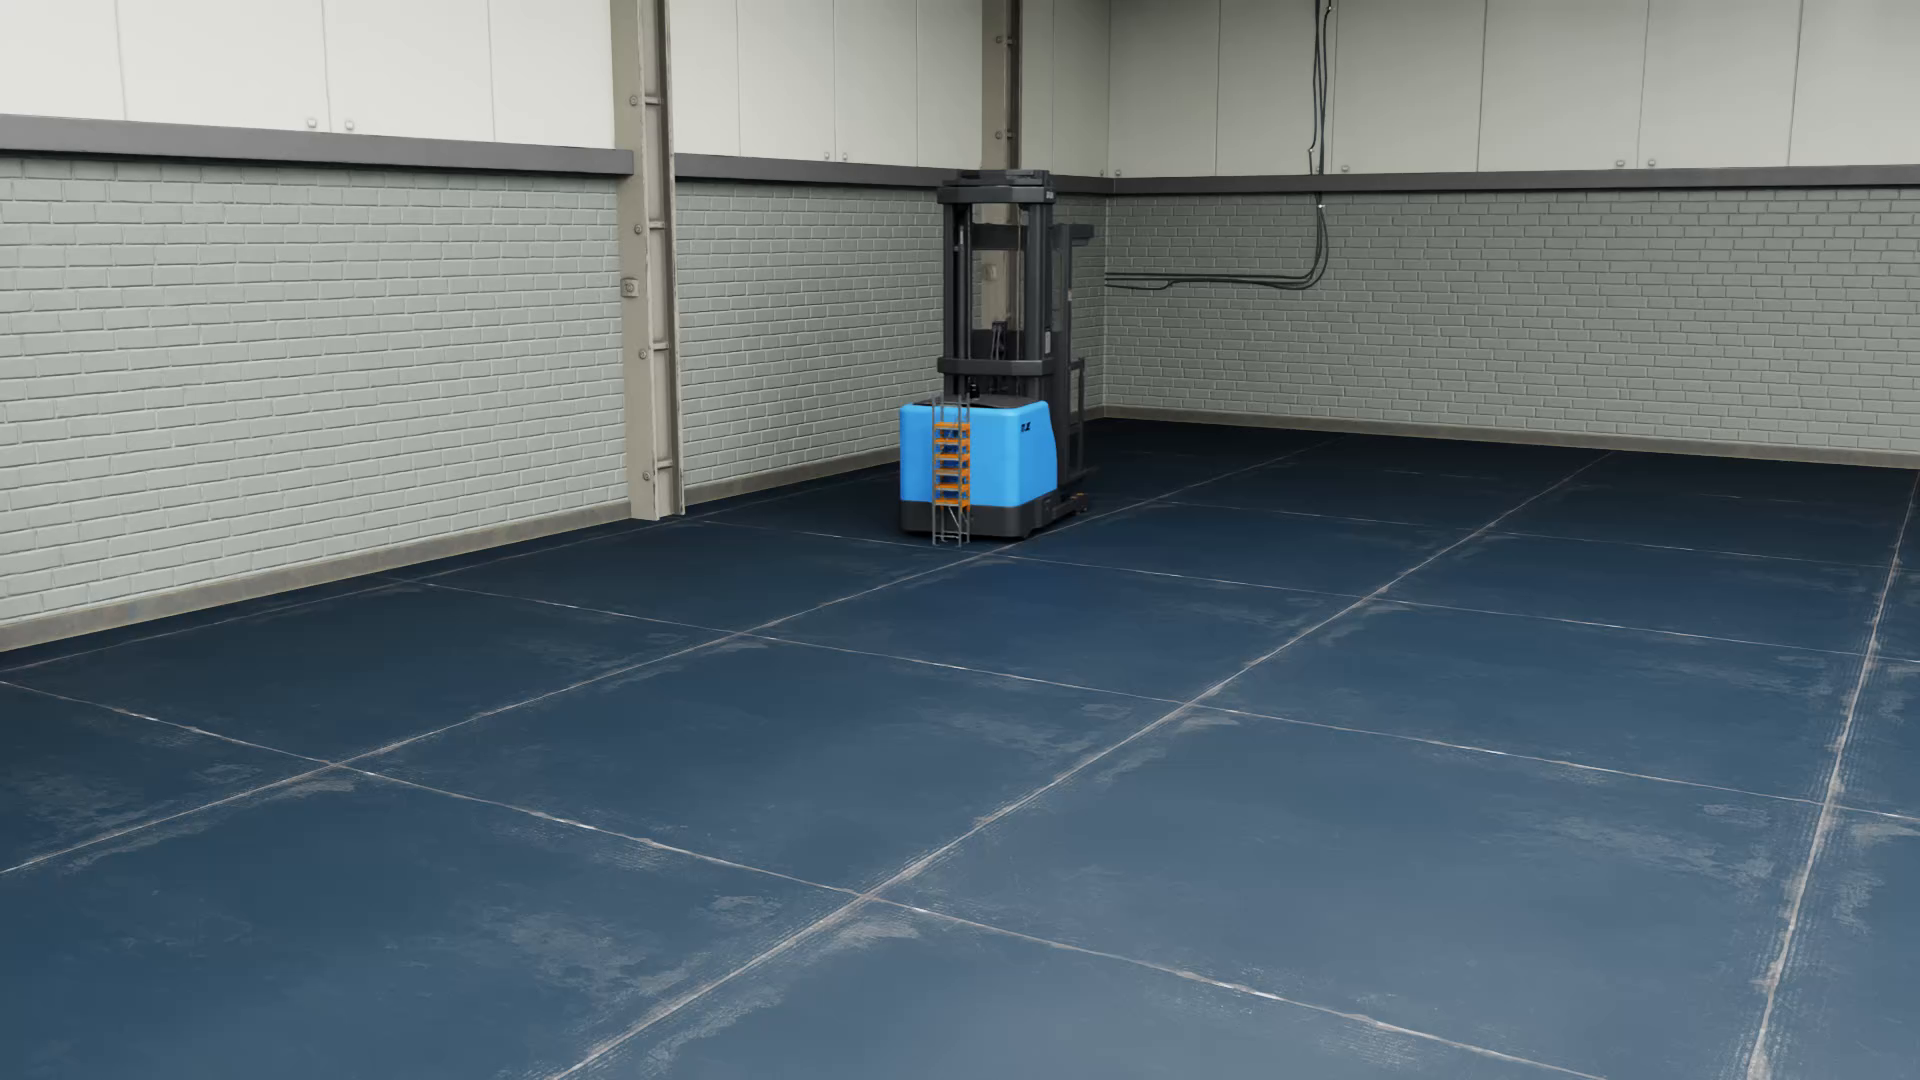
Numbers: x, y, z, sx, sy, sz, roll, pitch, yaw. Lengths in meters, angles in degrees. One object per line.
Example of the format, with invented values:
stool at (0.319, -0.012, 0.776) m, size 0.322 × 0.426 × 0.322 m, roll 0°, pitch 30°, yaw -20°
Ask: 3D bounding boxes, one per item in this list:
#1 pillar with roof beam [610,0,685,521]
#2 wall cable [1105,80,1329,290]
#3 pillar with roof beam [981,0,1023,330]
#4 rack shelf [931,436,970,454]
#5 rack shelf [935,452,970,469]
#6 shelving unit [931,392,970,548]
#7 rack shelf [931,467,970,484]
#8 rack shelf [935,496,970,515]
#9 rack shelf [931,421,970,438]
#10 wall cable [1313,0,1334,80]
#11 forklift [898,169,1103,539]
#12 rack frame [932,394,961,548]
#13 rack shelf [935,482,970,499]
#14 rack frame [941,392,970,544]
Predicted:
pillar with roof beam at (1.038, -4.224, 11.474) m, size 9.100 × 9.000 × 0.400 m, roll 6°, pitch 12°, yaw 31°
wall cable at (3.134, -4.389, 20.797) m, size 3.097 × 2.526 × 0.112 m, roll 6°, pitch 12°, yaw 31°
pillar with roof beam at (4.153, -5.167, 16.515) m, size 9.100 × 9.000 × 0.400 m, roll 6°, pitch 12°, yaw 31°
rack shelf at (-0.071, -0.745, 13.022) m, size 0.258 × 0.103 × 0.180 m, roll 4°, pitch 11°, yaw 21°
rack shelf at (-0.071, -0.627, 13.044) m, size 0.258 × 0.103 × 0.180 m, roll 4°, pitch 11°, yaw 21°
shelving unit at (-0.071, -0.552, 13.058) m, size 0.258 × 1.200 × 0.189 m, roll 4°, pitch 11°, yaw 21°
rack shelf at (-0.071, -0.509, 13.067) m, size 0.258 × 0.103 × 0.180 m, roll 4°, pitch 11°, yaw 21°
rack shelf at (-0.071, -0.273, 13.111) m, size 0.258 × 0.103 × 0.180 m, roll 4°, pitch 11°, yaw 21°
rack shelf at (-0.071, -0.863, 13.000) m, size 0.258 × 0.103 × 0.180 m, roll 4°, pitch 11°, yaw 21°
wall cable at (5.446, -6.613, 18.952) m, size 3.097 × 2.526 × 0.112 m, roll 6°, pitch 12°, yaw 31°
forklift at (0.502, -1.681, 14.381) m, size 1.130 × 2.935 × 3.031 m, roll 4°, pitch 11°, yaw 21°
rack frame at (-0.104, -0.537, 12.974) m, size 0.240 × 1.200 × 0.006 m, roll 4°, pitch 11°, yaw 21°
rack shelf at (-0.071, -0.391, 13.089) m, size 0.258 × 0.103 × 0.180 m, roll 4°, pitch 11°, yaw 21°
rack frame at (-0.038, -0.568, 13.142) m, size 0.240 × 1.200 × 0.006 m, roll 4°, pitch 11°, yaw 21°
